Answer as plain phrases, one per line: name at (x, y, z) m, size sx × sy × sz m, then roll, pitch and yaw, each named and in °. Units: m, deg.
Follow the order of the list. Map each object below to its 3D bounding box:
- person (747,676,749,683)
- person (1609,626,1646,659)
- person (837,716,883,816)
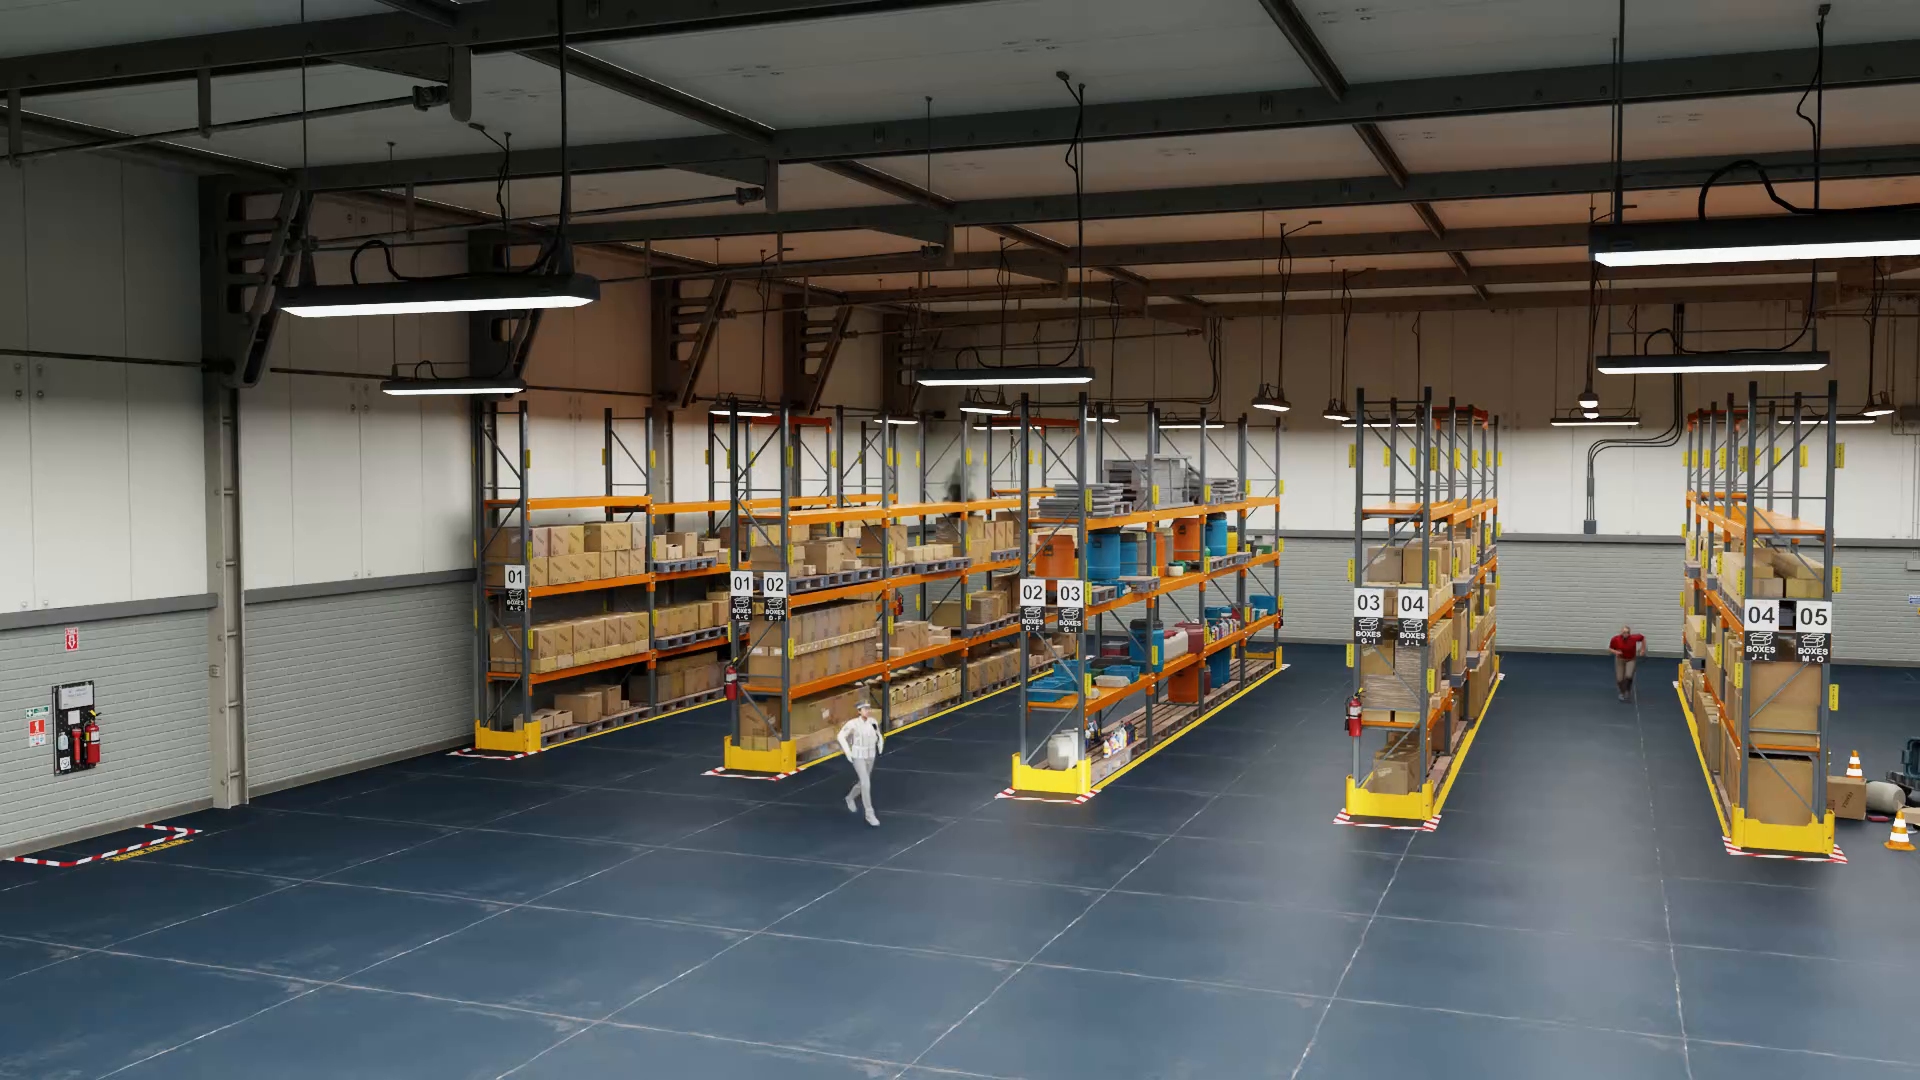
person at (-3.633, 2.368, 30.006) m, size 0.524 × 0.792 × 0.523 m, roll 1°, pitch 3°, yaw 19°
person at (13.726, 2.125, 34.187) m, size 0.695 × 0.730 × 0.661 m, roll 1°, pitch 3°, yaw 23°
person at (-1.385, 3.109, 23.097) m, size 0.621 × 1.359 × 0.683 m, roll -2°, pitch 4°, yaw -39°
